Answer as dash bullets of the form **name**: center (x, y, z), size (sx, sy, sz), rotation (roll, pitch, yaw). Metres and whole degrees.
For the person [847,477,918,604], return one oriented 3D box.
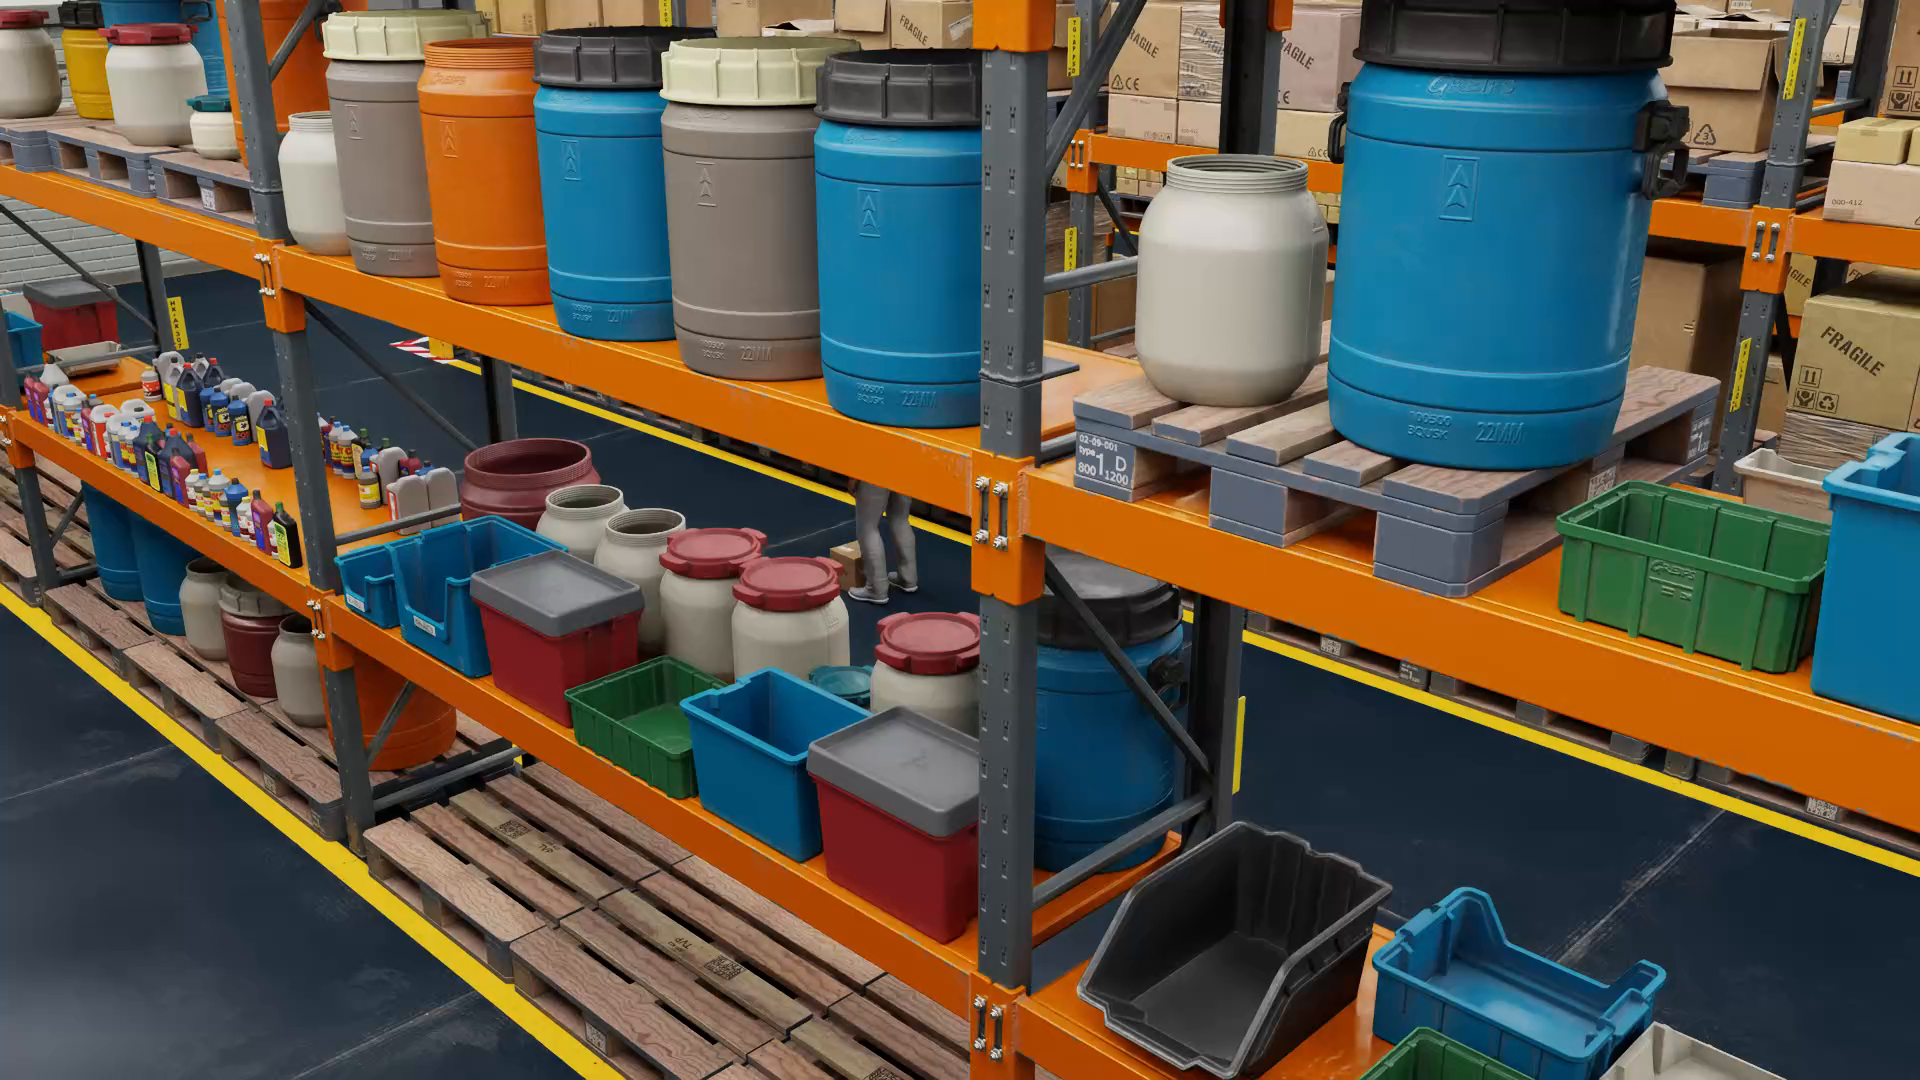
- **person**: center (-0.474, -0.427, 10.213), size (0.392, 1.655, 0.506), rotation (19, 28, 41)
